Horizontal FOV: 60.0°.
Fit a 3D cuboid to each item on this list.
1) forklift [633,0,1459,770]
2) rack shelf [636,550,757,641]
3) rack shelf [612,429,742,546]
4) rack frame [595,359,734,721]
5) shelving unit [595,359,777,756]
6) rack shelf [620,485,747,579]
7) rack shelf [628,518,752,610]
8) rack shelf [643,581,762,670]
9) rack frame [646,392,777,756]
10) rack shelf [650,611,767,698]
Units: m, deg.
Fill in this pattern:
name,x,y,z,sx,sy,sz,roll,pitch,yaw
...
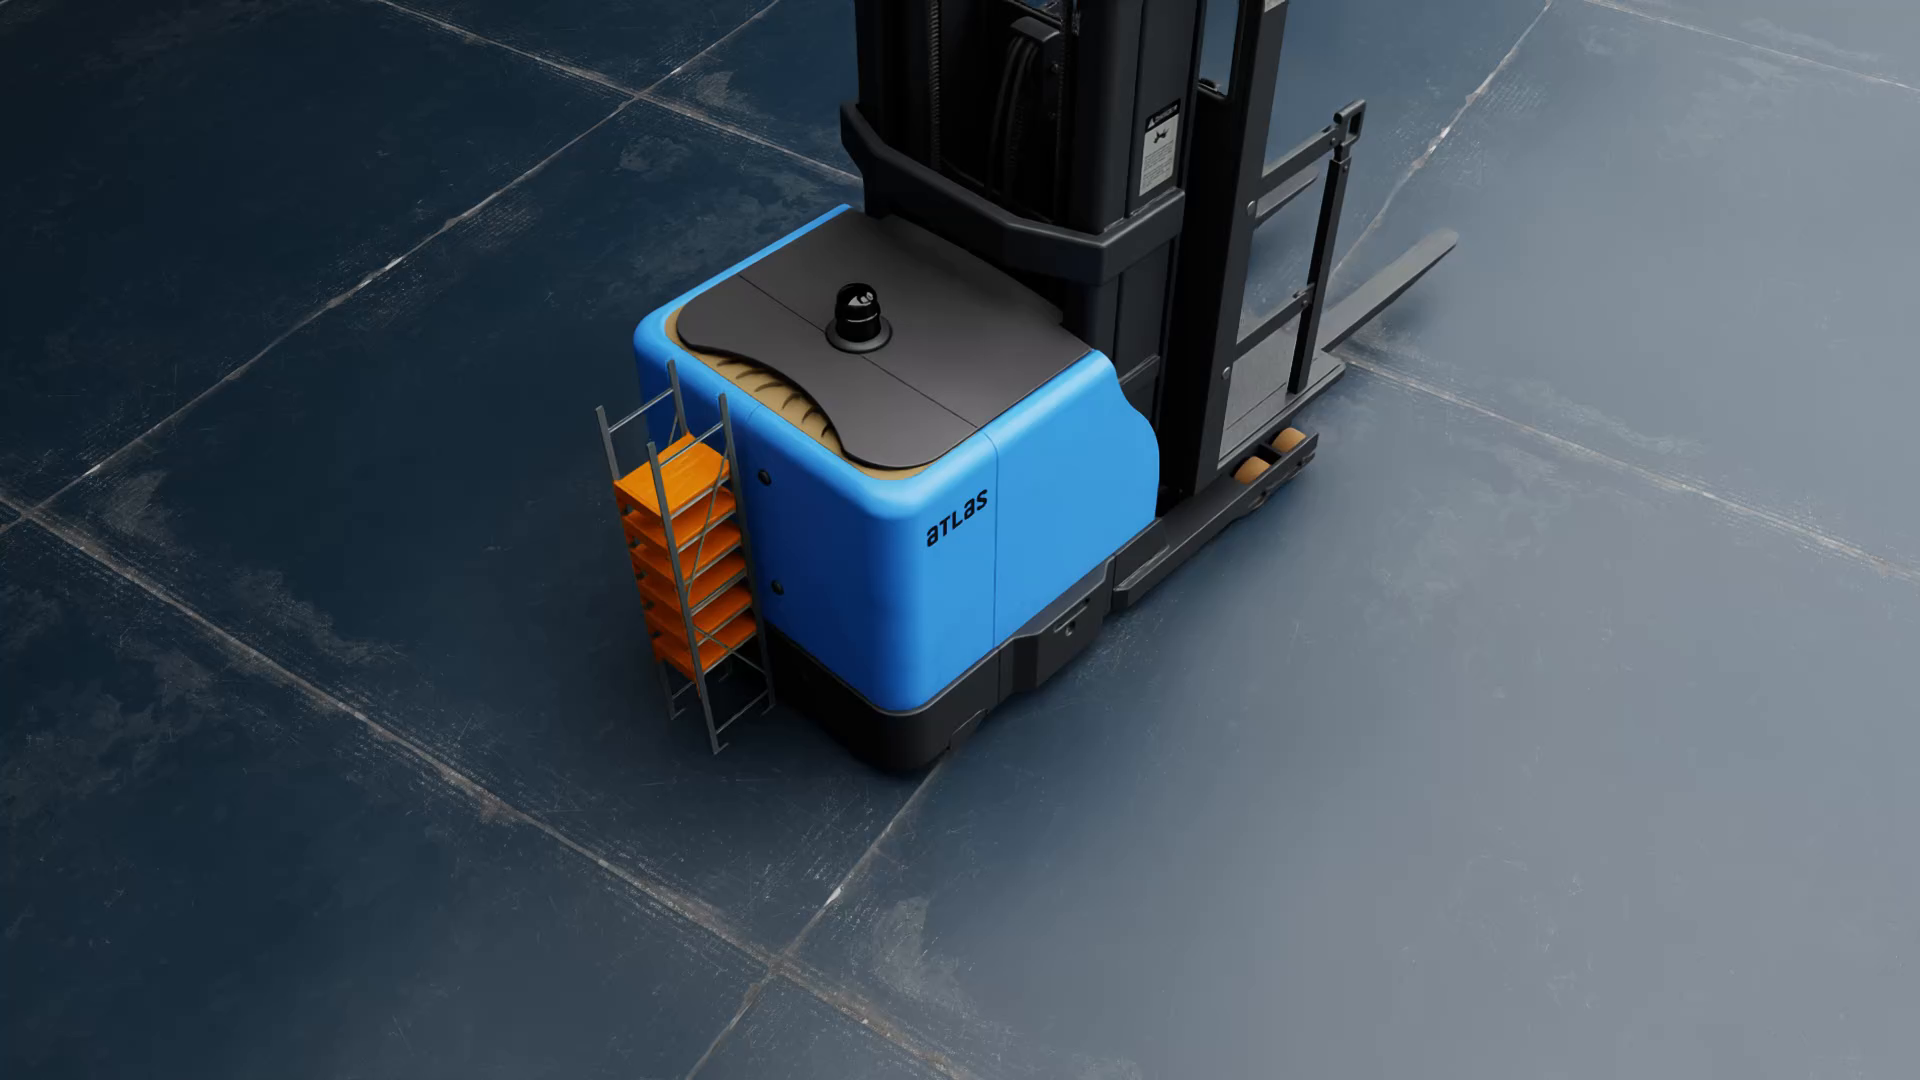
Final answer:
name,x,y,z,sx,sy,sz,roll,pitch,yaw
forklift,0.517,-1.353,4.521,1.130,2.935,3.031,35,55,29
rack shelf,-0.688,0.115,4.359,0.180,0.103,0.258,33,56,28
rack shelf,-0.695,-0.131,4.095,0.180,0.103,0.258,33,56,28
rack frame,-0.757,0.040,4.369,0.006,1.200,0.240,33,56,28
shelving unit,-0.689,0.084,4.326,0.189,1.200,0.258,33,56,28
rack shelf,-0.693,-0.049,4.183,0.180,0.103,0.258,33,56,28
rack shelf,-0.690,0.033,4.271,0.180,0.103,0.258,33,56,28
rack shelf,-0.686,0.197,4.446,0.180,0.103,0.258,33,56,28
rack frame,-0.621,0.129,4.283,0.006,1.200,0.240,33,56,28
rack shelf,-0.684,0.279,4.534,0.180,0.103,0.258,33,56,28
